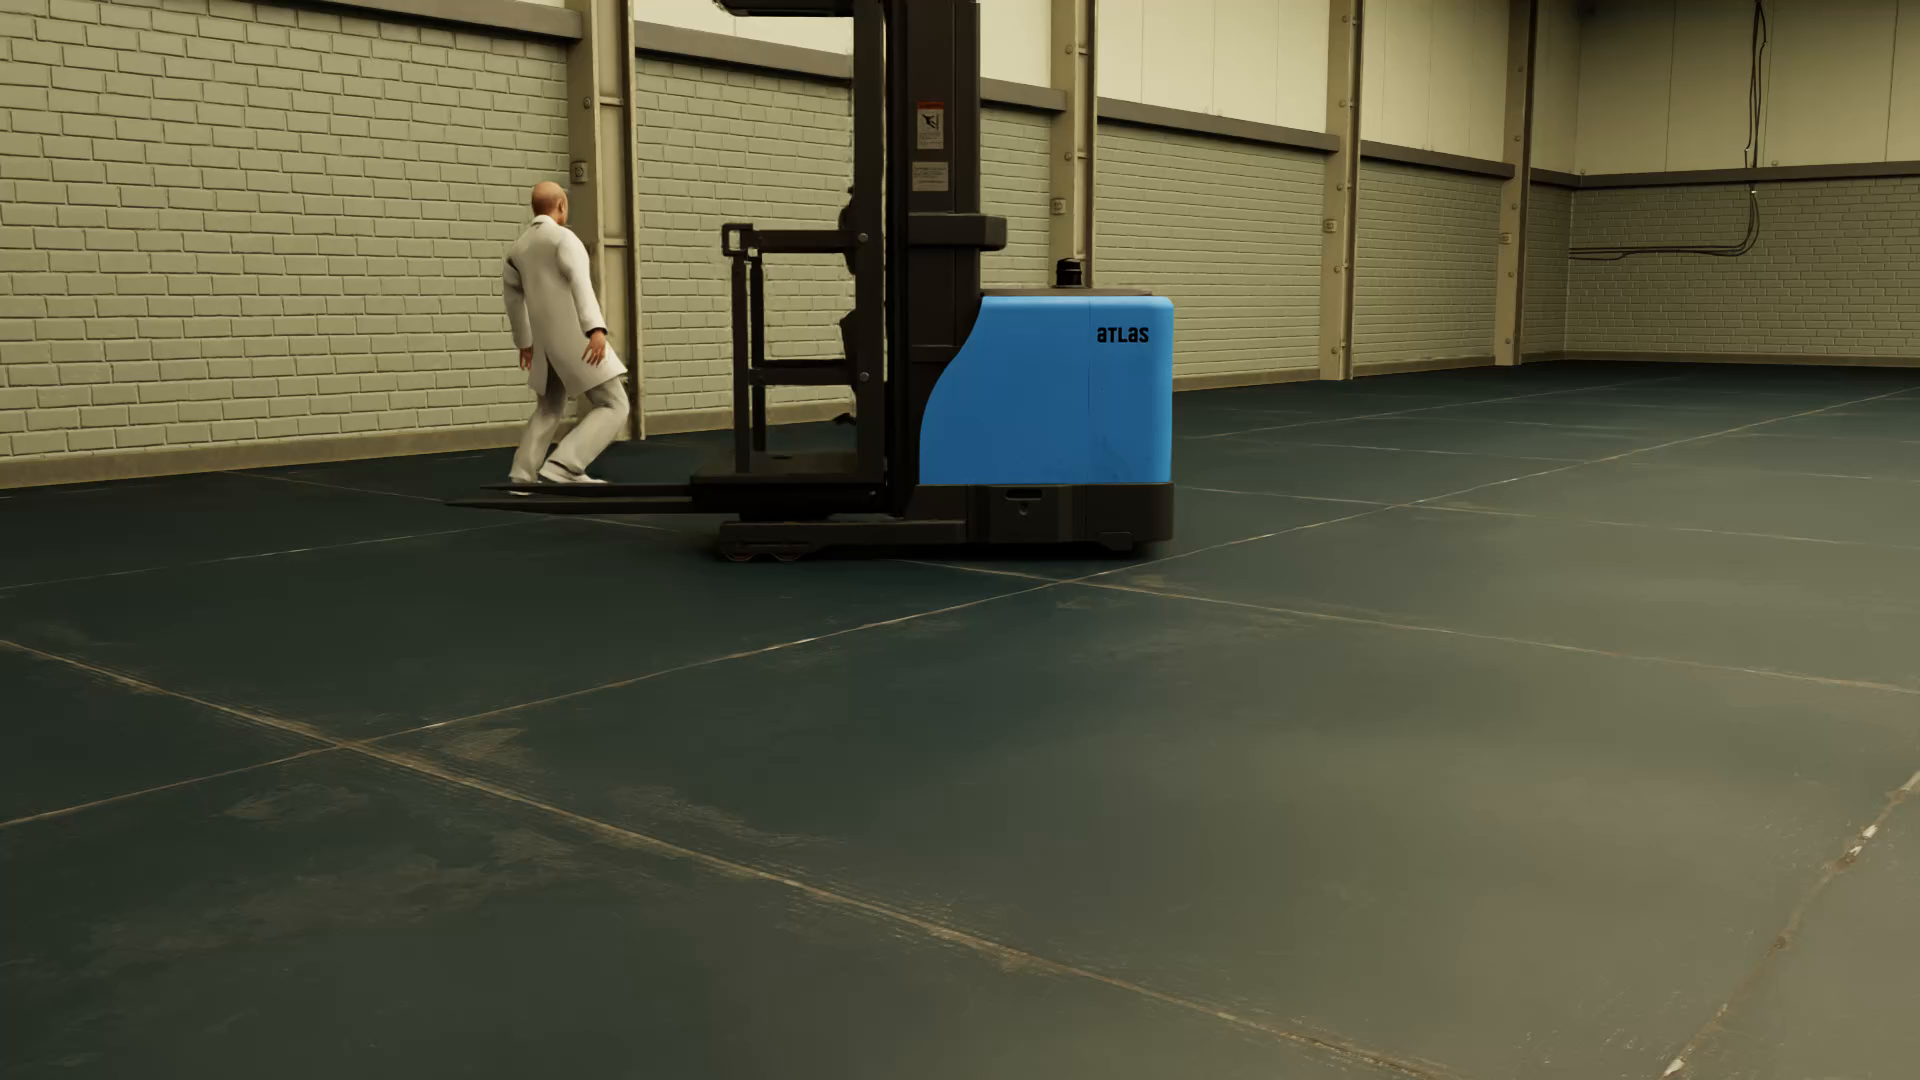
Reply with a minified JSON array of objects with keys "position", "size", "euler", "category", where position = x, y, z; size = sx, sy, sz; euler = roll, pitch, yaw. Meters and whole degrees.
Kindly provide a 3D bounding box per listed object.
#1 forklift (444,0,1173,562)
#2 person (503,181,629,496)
[{"position":[-0.645,-1.438,7.111],"size":[3.031,2.935,1.130],"euler":[0,8,-3],"category":"forklift"},{"position":[-2.114,-1.059,8.869],"size":[0.942,1.684,0.572],"euler":[8,12,44],"category":"person"}]
